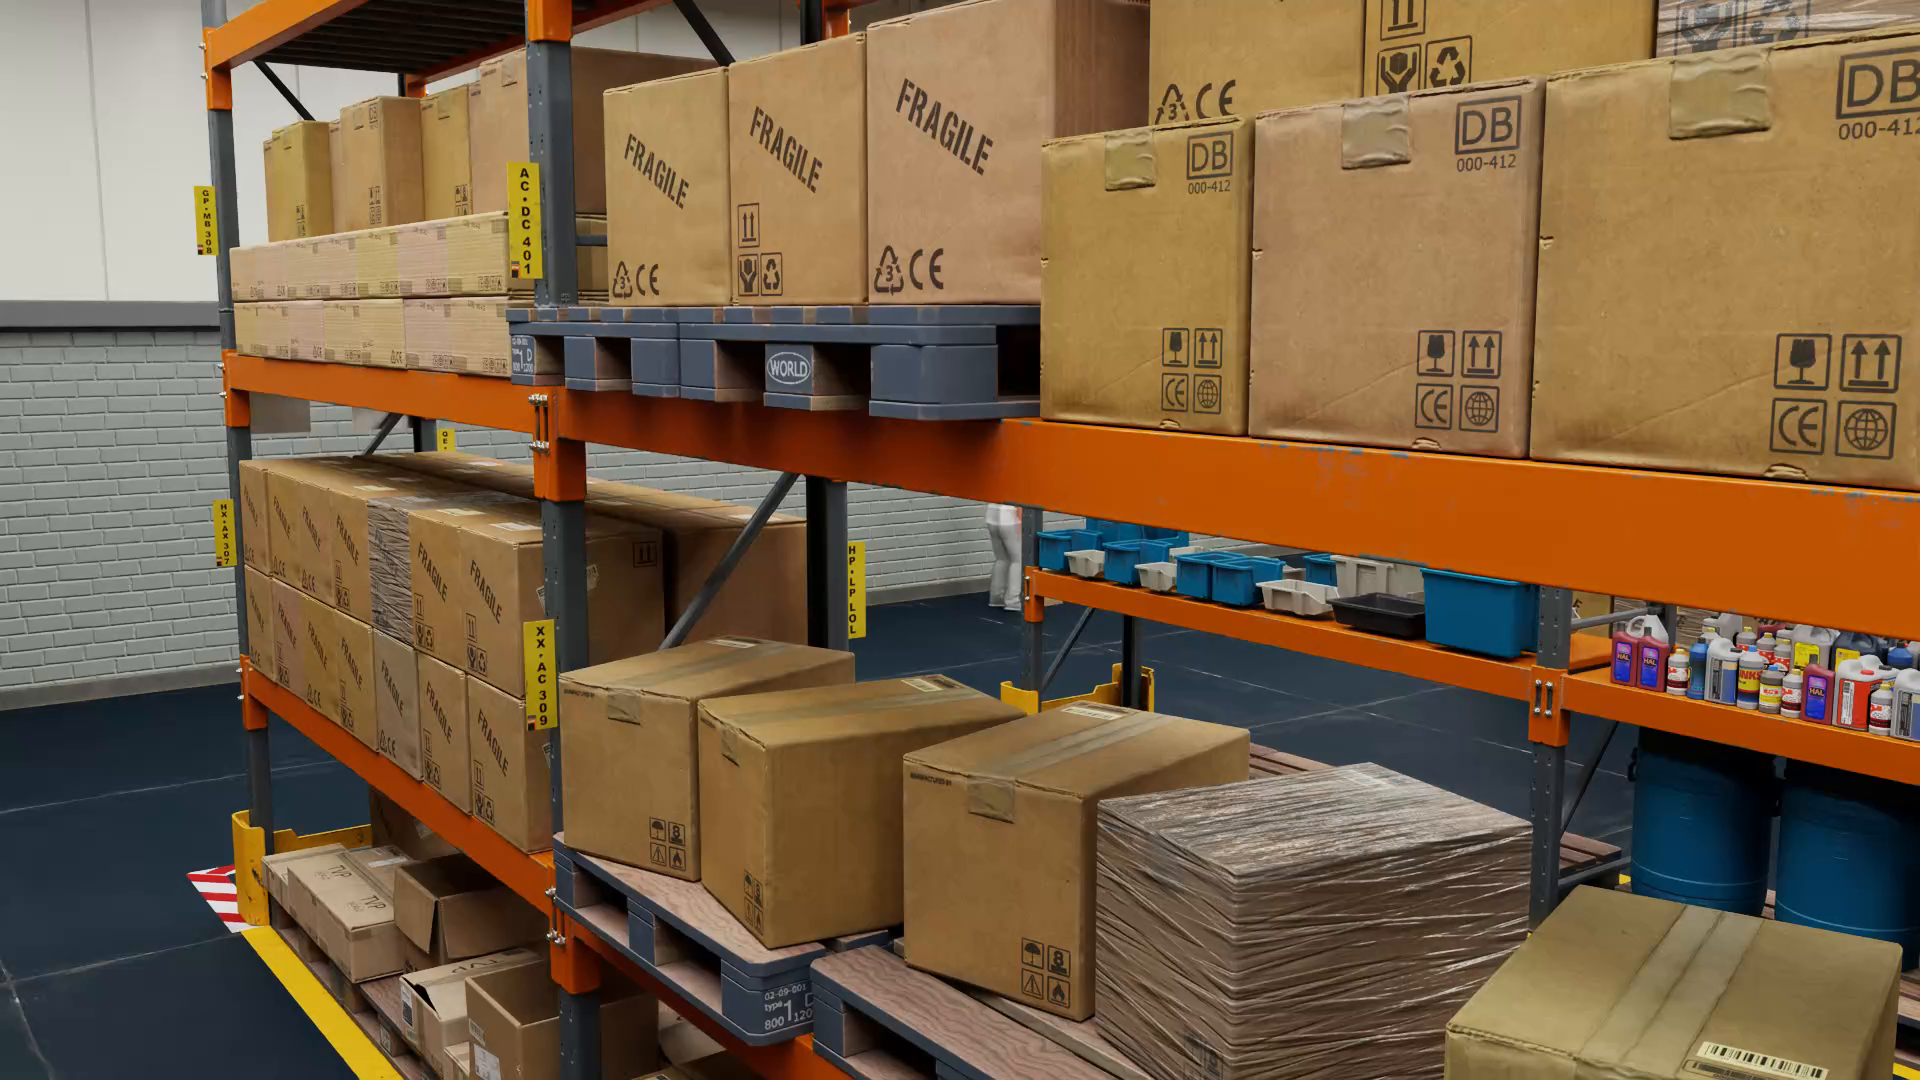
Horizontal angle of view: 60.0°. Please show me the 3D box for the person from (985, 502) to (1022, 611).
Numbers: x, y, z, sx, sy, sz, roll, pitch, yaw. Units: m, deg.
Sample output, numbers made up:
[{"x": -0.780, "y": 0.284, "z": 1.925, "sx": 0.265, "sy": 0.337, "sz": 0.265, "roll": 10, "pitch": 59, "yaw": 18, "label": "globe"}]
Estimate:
[{"x": 0.469, "y": -0.150, "z": 17.002, "sx": 0.392, "sy": 1.733, "sz": 0.538, "roll": -5, "pitch": 9, "yaw": -35, "label": "person"}]
